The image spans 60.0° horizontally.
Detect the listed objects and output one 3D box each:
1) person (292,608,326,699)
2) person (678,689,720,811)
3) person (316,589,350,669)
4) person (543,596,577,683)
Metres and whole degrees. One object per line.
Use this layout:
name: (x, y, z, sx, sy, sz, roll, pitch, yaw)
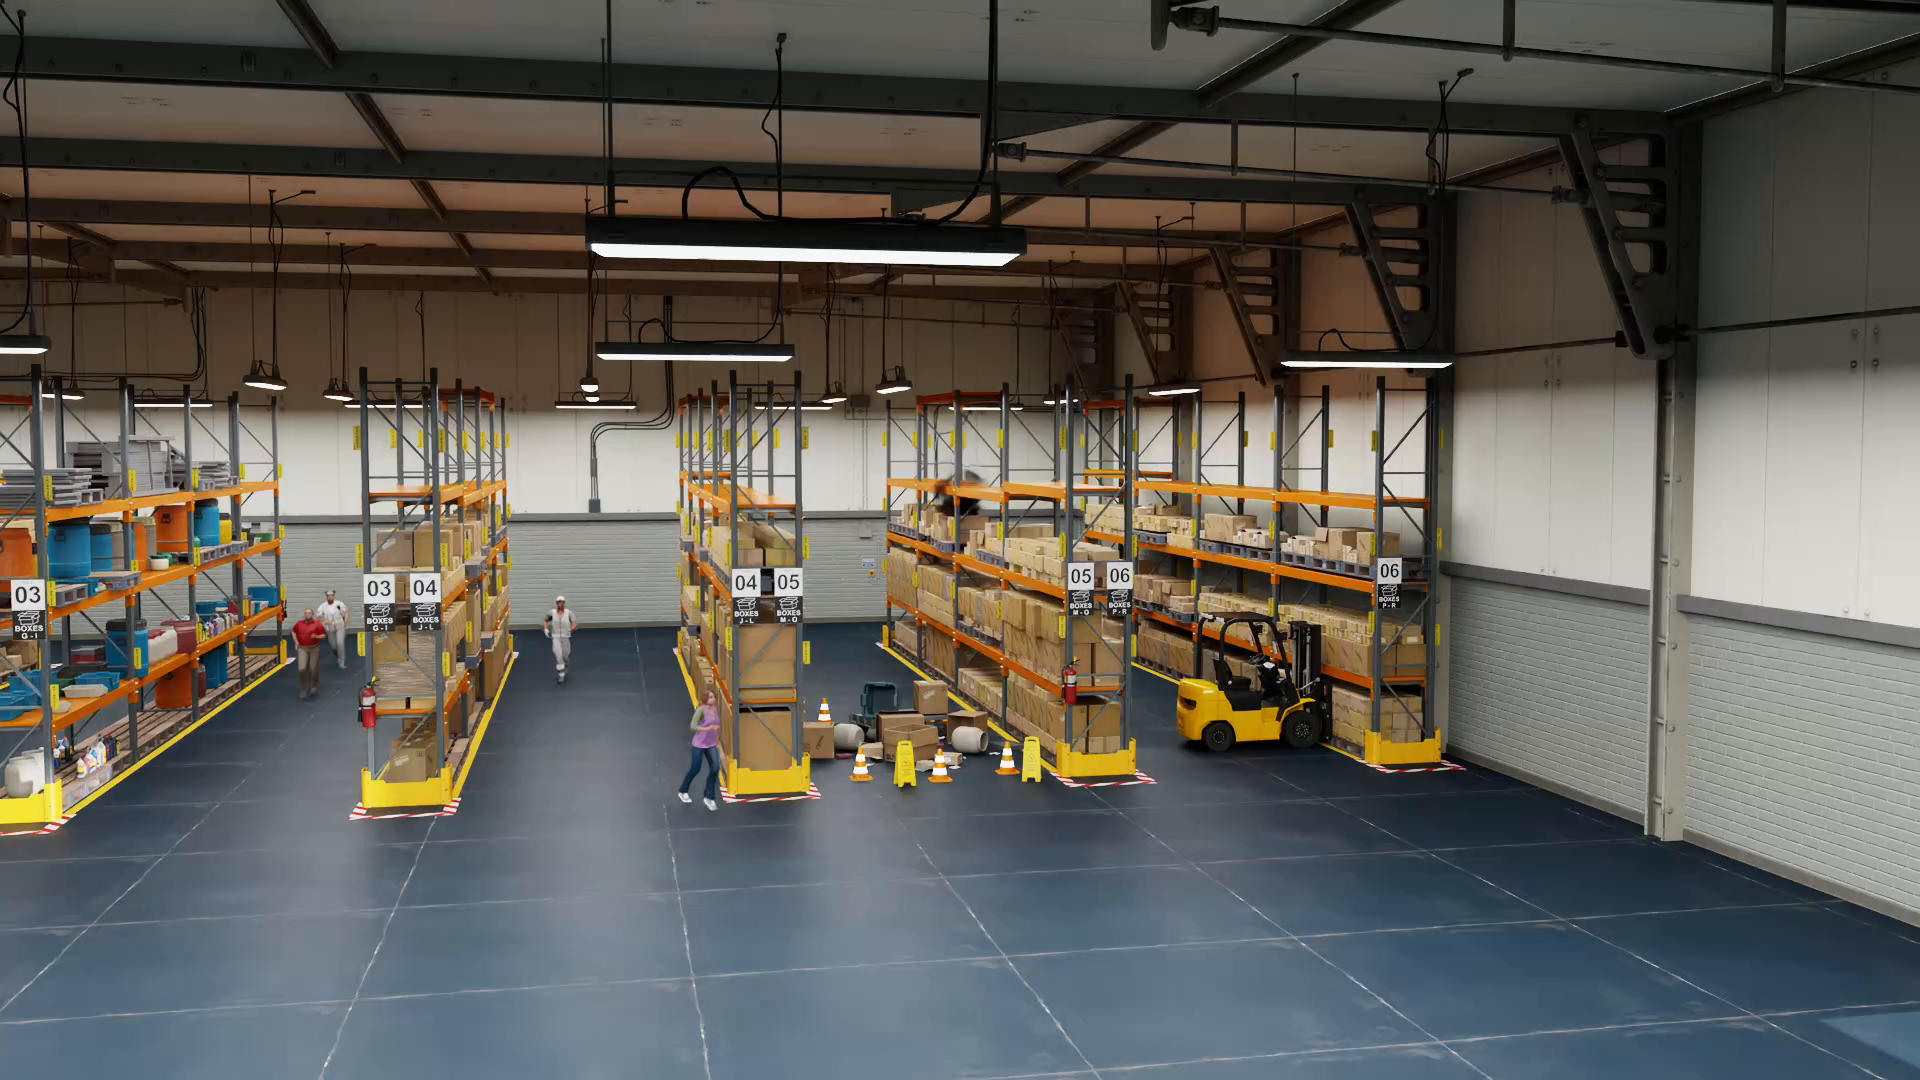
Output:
person: (-12.729, 2.223, 32.488, 0.633, 1.787, 0.723, -1, 4, -17)
person: (-3.504, 2.854, 22.749, 0.706, 1.639, 0.538, 3, 5, 41)
person: (-13.893, 1.951, 36.854, 0.704, 1.743, 0.803, -1, 4, -23)
person: (-8.352, 2.052, 34.723, 0.686, 1.764, 0.867, -1, 4, -16)
